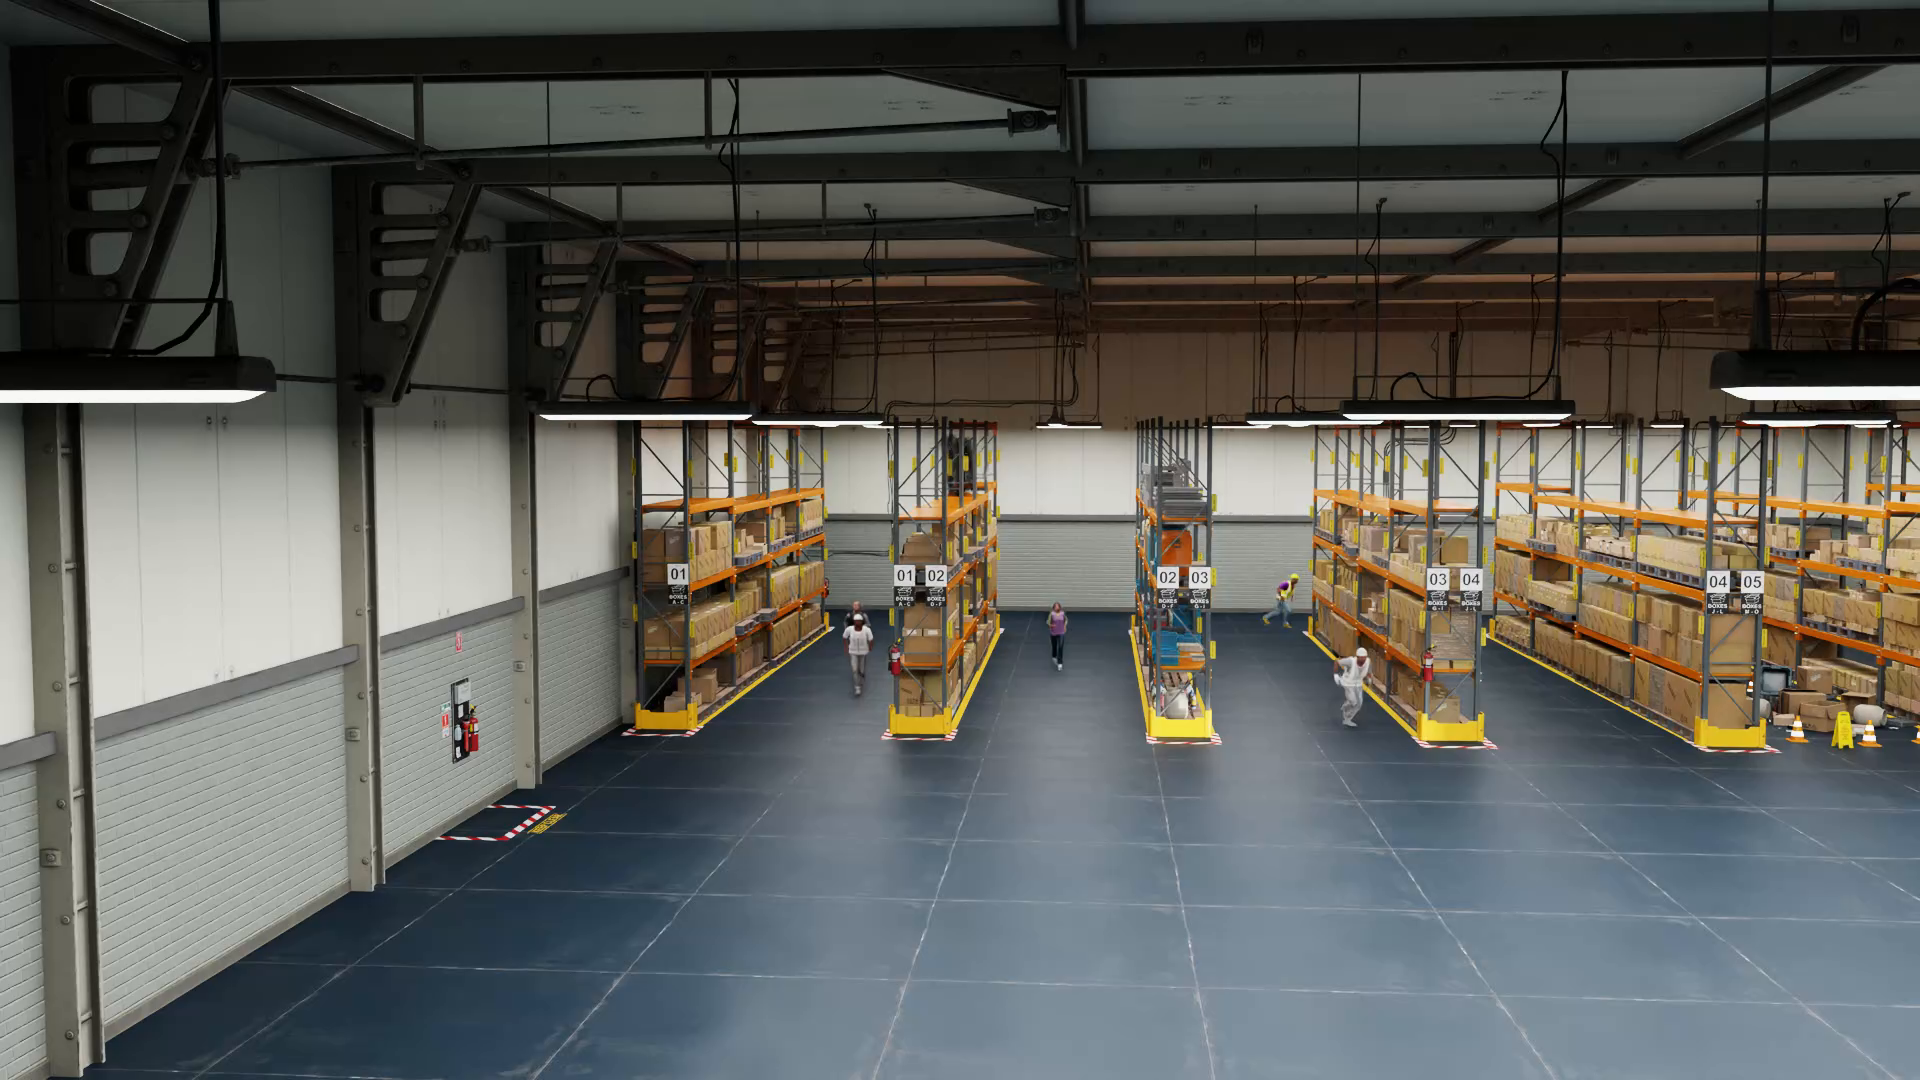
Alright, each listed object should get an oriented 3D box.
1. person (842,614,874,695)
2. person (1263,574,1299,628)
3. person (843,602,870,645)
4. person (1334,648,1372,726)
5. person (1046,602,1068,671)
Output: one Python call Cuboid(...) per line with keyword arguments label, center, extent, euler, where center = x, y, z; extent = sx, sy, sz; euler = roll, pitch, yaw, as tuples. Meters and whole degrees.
Cuboid(label="person", center=(-2.238, 2.480, 36.495), extent=(0.683, 1.741, 0.851), euler=(0, 4, -5))
Cuboid(label="person", center=(9.414, 1.769, 48.685), extent=(1.102, 1.608, 0.709), euler=(2, 4, 31))
Cuboid(label="person", center=(-2.457, 2.305, 39.420), extent=(0.670, 1.692, 0.830), euler=(0, 4, 1))
Cuboid(label="person", center=(7.577, 2.837, 32.048), extent=(0.715, 1.589, 0.821), euler=(-1, 4, -15))
Cuboid(label="person", center=(2.344, 2.293, 40.141), extent=(0.537, 1.609, 0.875), euler=(0, 4, -2))
